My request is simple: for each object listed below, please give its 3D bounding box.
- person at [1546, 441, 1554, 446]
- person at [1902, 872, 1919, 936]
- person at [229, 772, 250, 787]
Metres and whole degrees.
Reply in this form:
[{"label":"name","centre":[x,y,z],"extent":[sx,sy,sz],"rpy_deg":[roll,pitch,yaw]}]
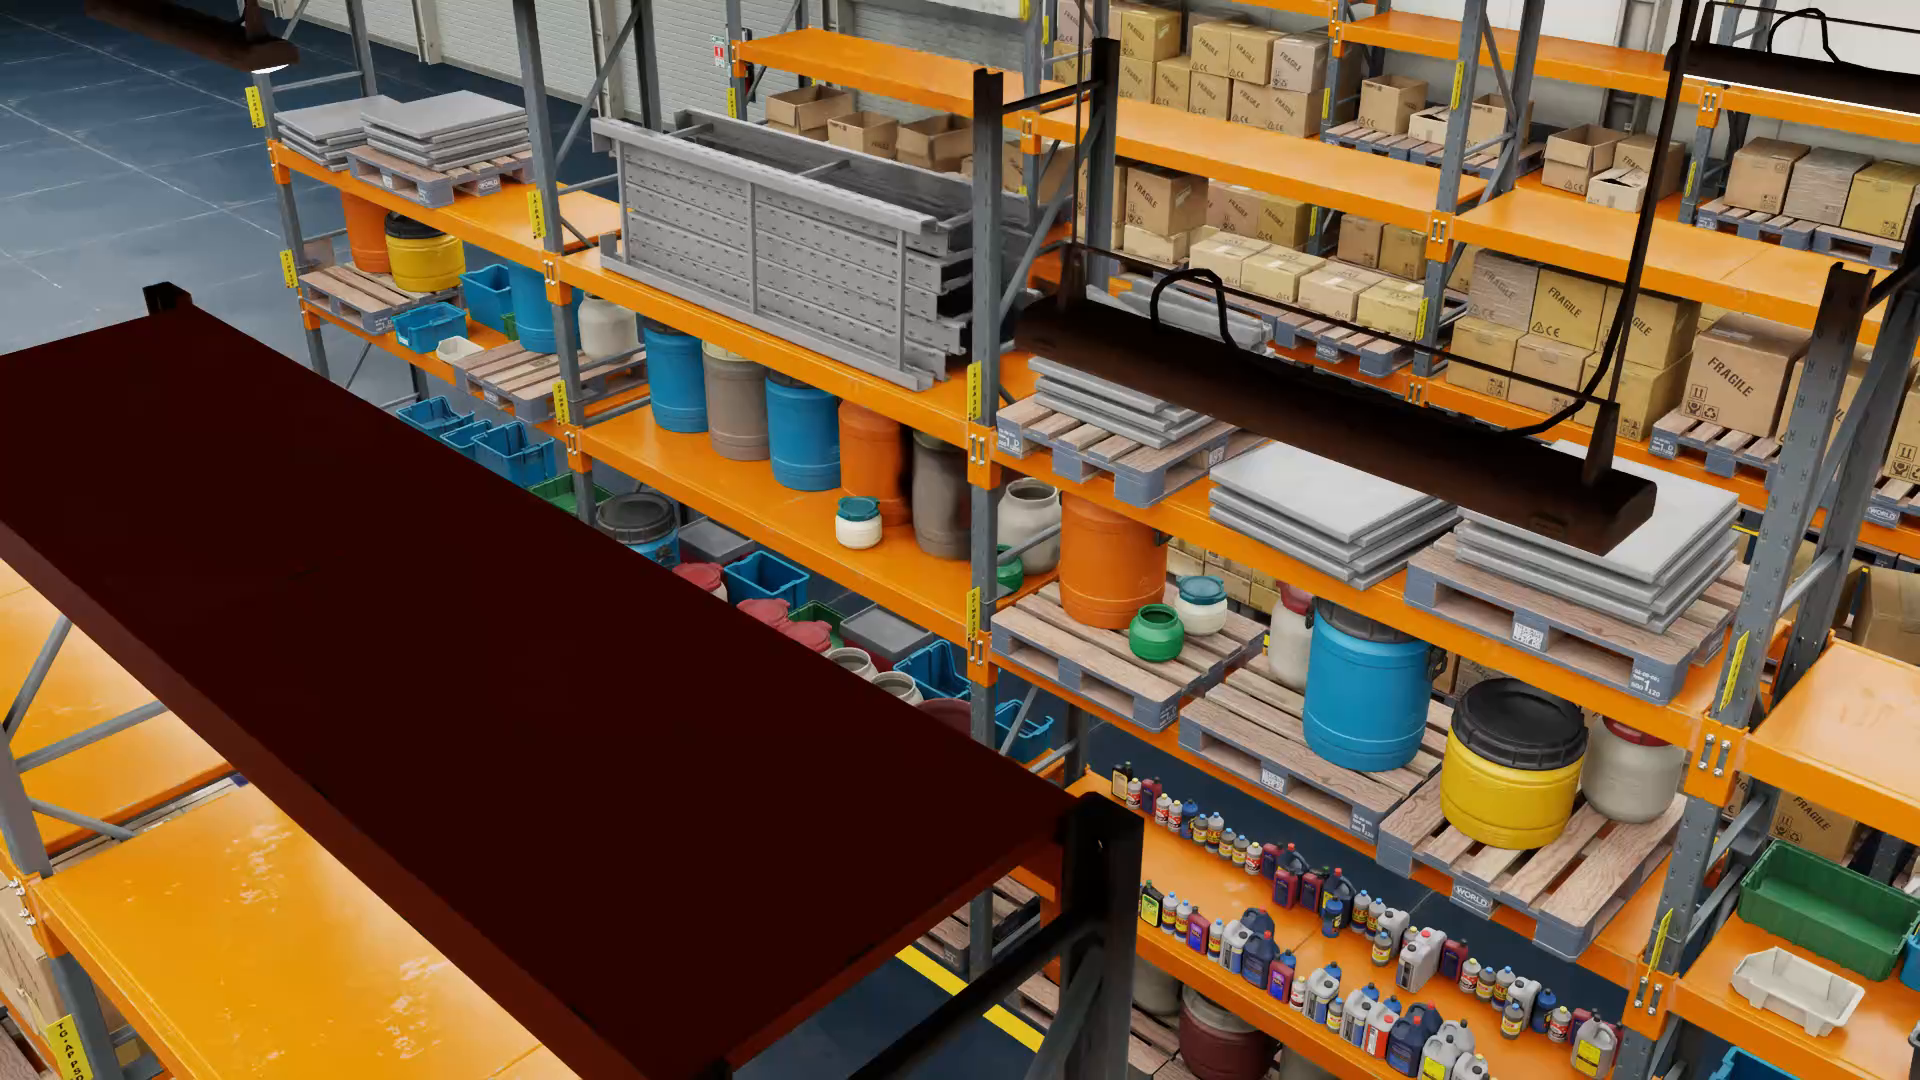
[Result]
[{"label":"person","centre":[5.454,-0.433,15.234],"extent":[0.766,1.822,0.672],"rpy_deg":[17,33,27]},{"label":"person","centre":[5.857,2.475,10.073],"extent":[0.800,1.771,0.656],"rpy_deg":[25,38,37]},{"label":"person","centre":[-4.909,1.745,11.495],"extent":[0.867,1.694,0.627],"rpy_deg":[24,37,36]}]
